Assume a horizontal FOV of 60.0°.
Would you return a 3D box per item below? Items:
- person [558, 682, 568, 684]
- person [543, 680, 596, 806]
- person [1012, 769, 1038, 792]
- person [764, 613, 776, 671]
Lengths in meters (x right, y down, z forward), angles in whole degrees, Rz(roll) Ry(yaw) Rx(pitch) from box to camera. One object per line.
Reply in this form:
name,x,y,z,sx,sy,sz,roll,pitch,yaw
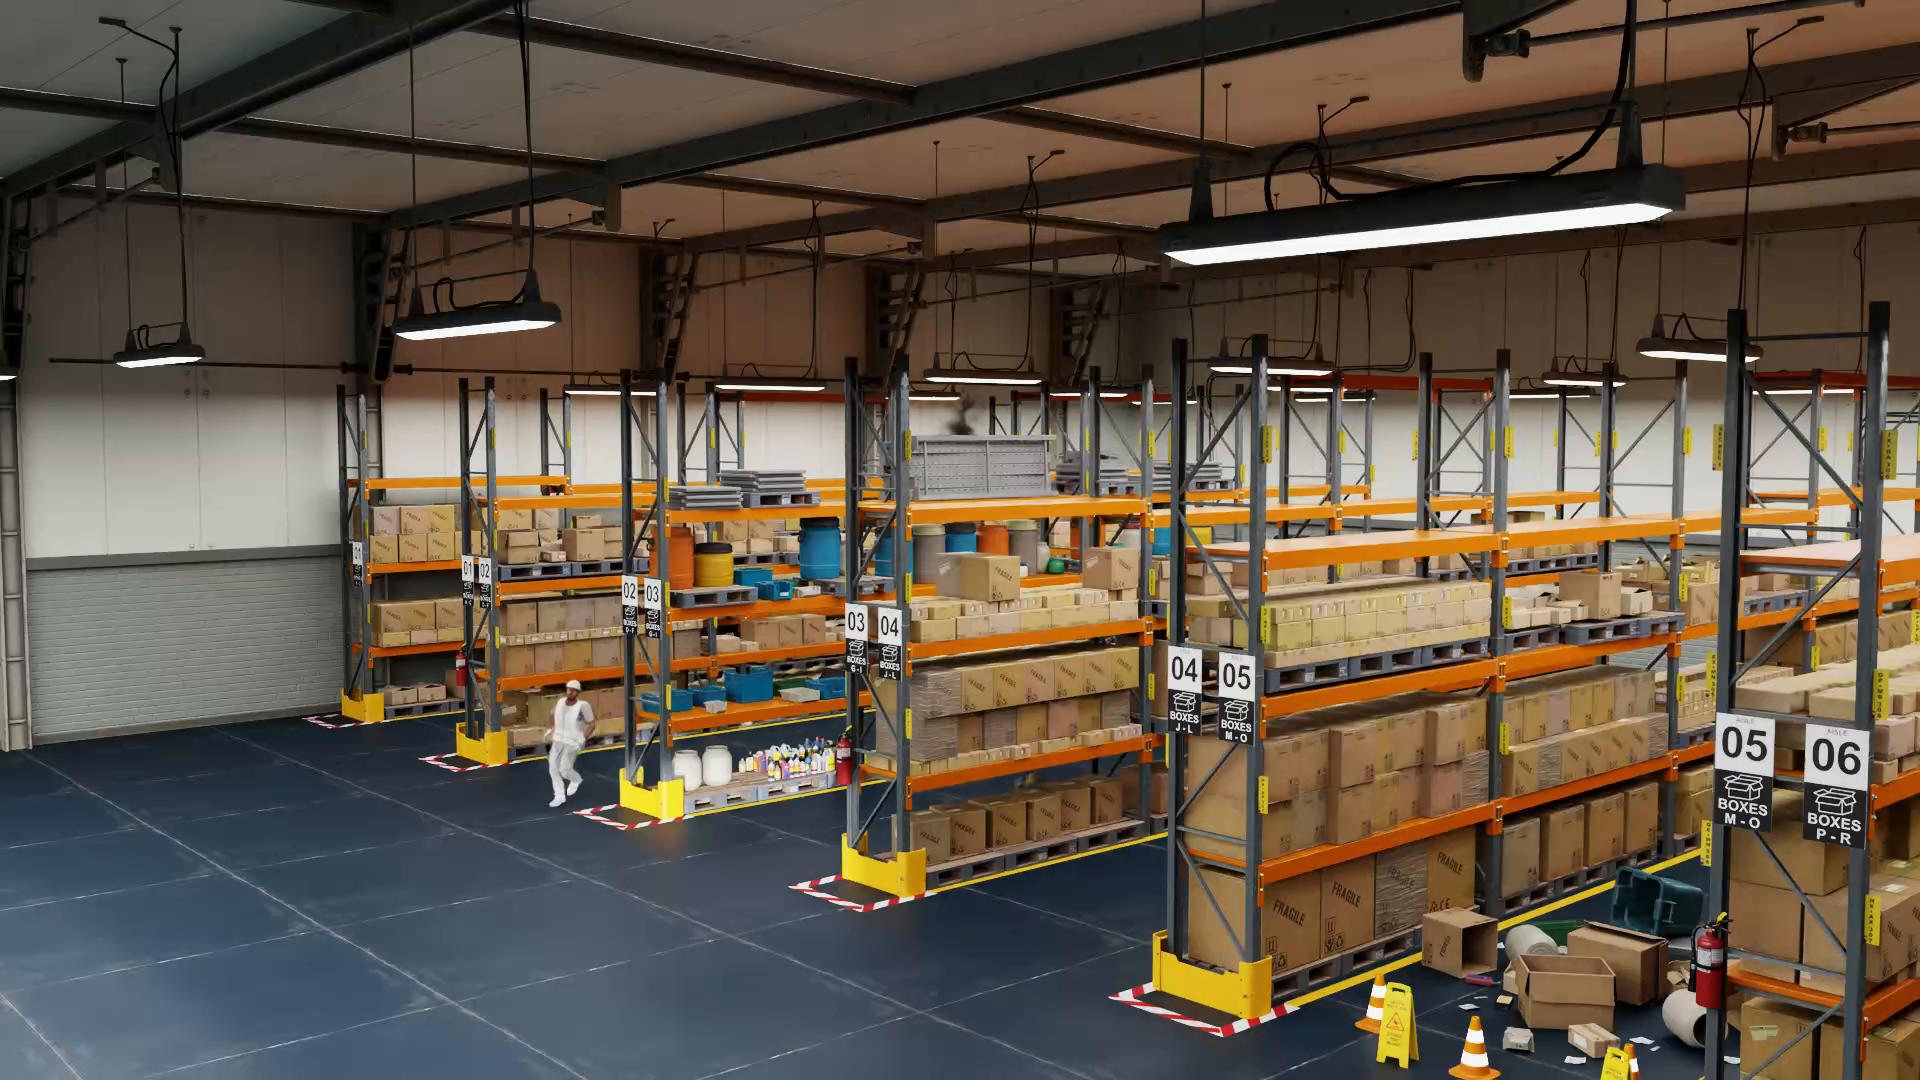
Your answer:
person,-6.934,2.356,29.370,0.647,1.768,0.943,3,5,34
person,-5.399,2.795,23.011,0.744,1.735,0.532,1,4,19
person,0.893,2.708,23.706,0.683,1.808,0.845,3,5,37
person,-3.719,2.241,32.540,0.490,1.625,0.707,3,5,40
